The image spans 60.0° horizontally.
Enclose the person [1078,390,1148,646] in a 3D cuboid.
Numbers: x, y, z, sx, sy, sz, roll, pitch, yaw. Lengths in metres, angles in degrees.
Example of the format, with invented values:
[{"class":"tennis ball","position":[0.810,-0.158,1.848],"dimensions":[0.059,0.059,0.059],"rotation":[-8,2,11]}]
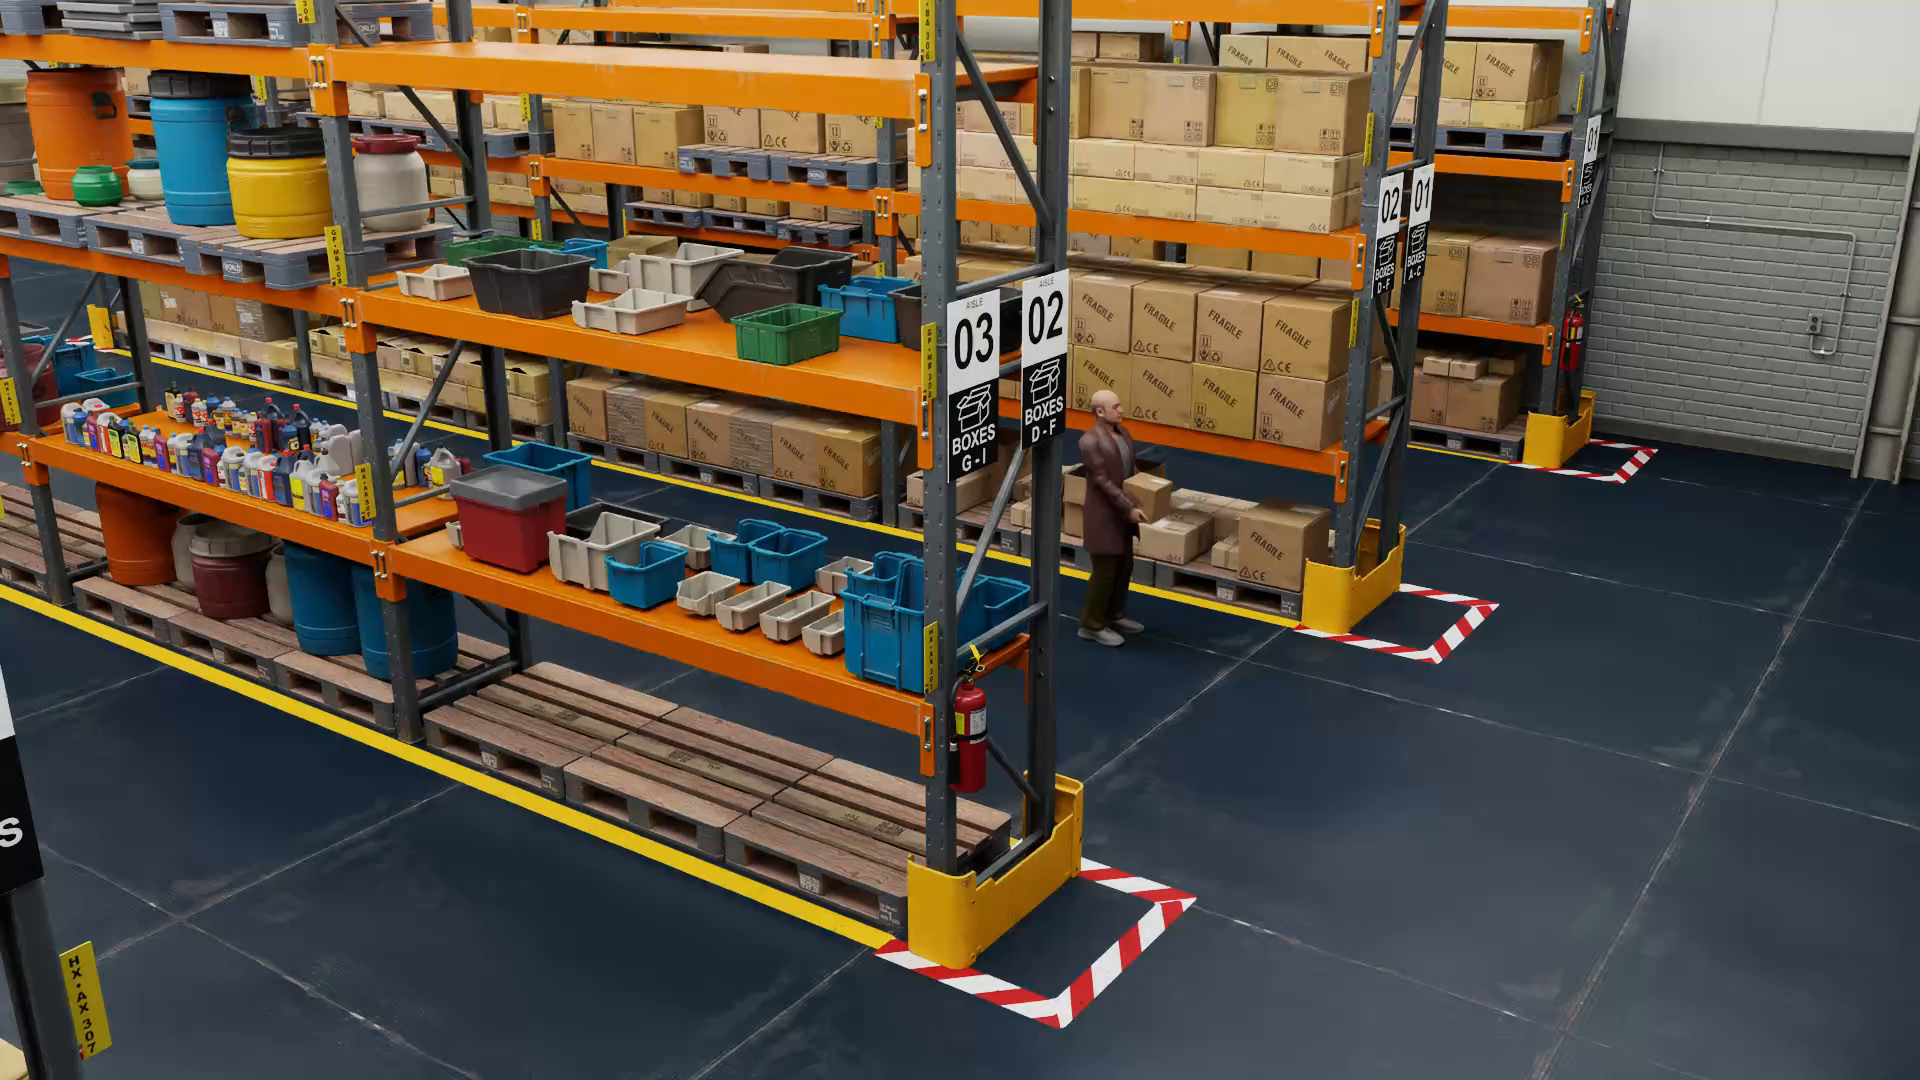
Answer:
[{"class":"person","position":[1.123,-0.150,11.524],"dimensions":[0.555,1.769,0.531],"rotation":[13,23,32]}]
